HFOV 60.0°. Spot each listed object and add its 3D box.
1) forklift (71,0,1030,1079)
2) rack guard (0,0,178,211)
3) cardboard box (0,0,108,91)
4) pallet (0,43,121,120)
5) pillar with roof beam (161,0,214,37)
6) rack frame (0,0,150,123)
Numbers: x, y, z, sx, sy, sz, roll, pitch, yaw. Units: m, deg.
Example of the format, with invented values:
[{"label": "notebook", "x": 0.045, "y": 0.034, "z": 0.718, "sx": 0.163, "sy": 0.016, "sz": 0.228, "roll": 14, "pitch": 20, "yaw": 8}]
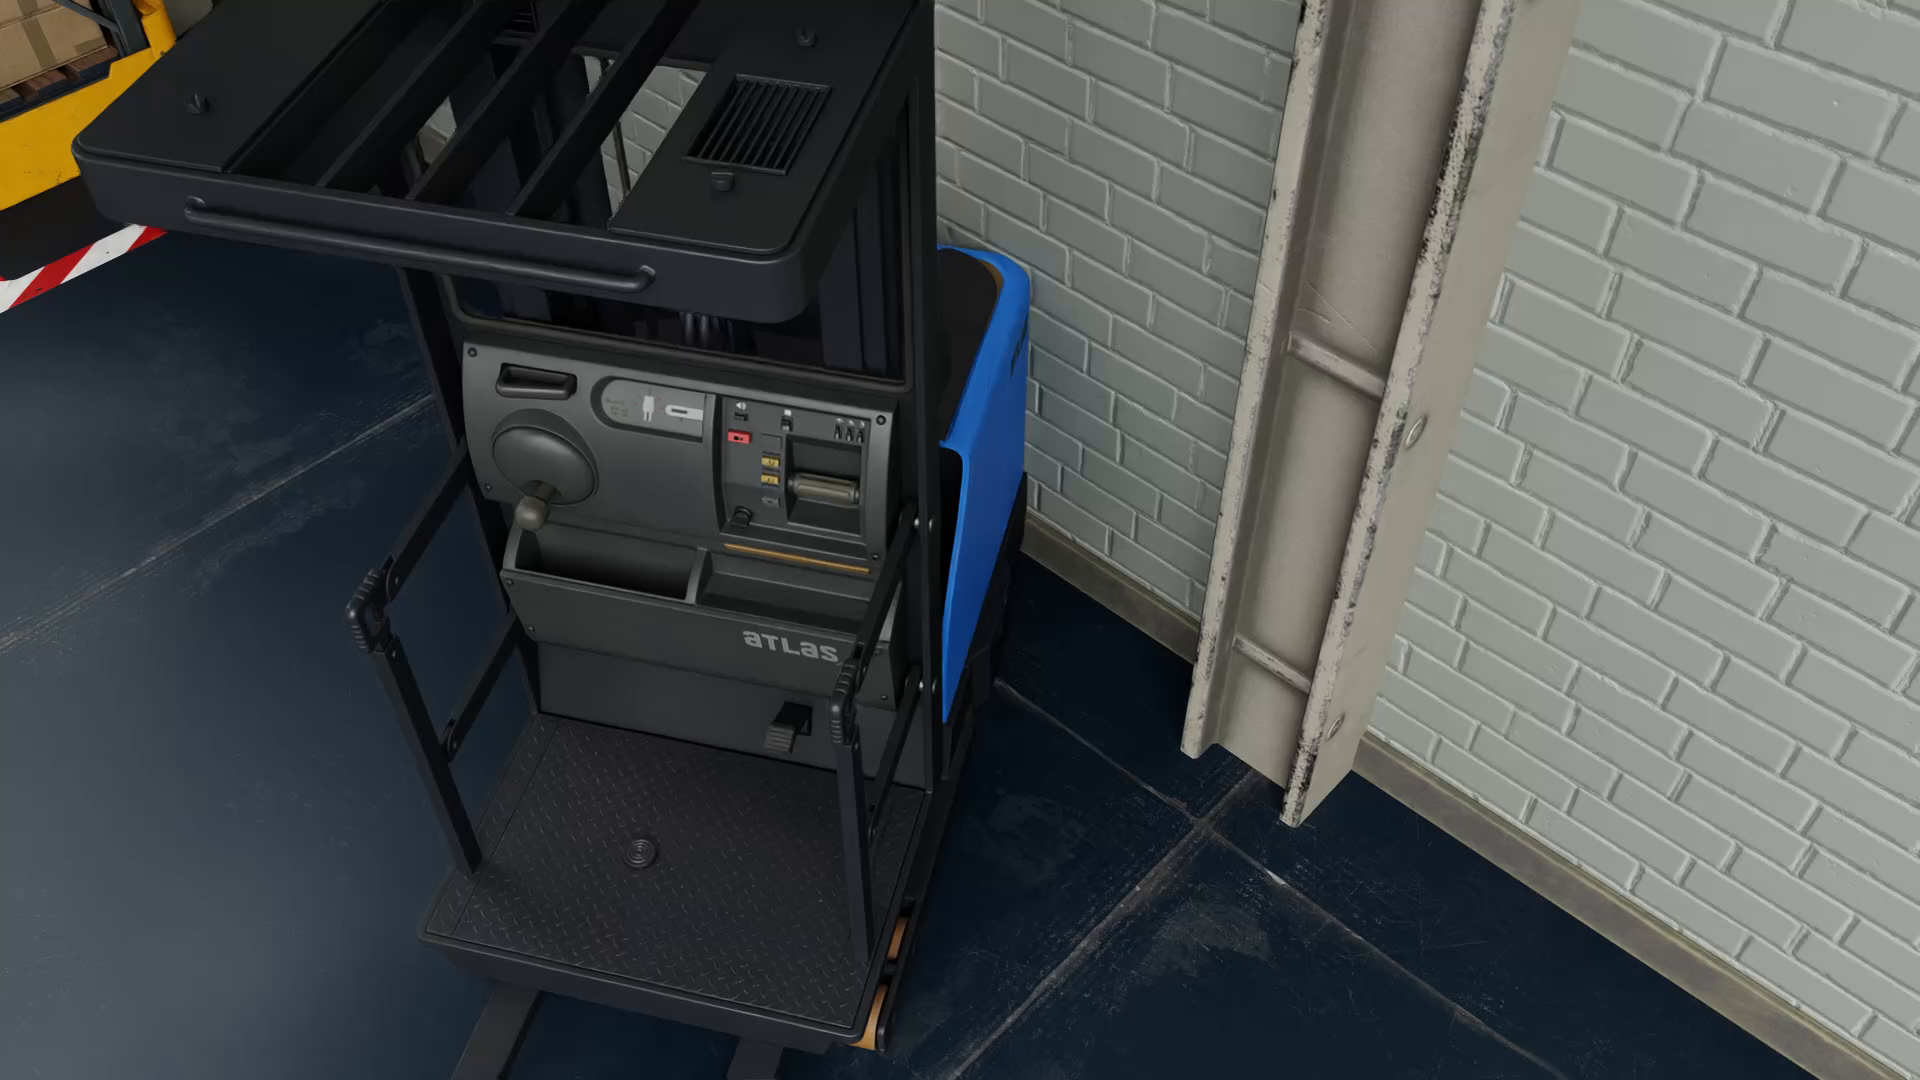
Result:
[{"label": "forklift", "x": -0.640, "y": -0.075, "z": 3.310, "sx": 1.130, "sy": 2.935, "sz": 3.031, "roll": 10, "pitch": 48, "yaw": 9}, {"label": "rack guard", "x": -3.623, "y": -1.694, "z": 6.498, "sx": 0.348, "sy": 0.500, "sz": 1.175, "roll": 34, "pitch": 55, "yaw": 28}, {"label": "cardboard box", "x": -3.869, "y": -2.112, "z": 6.773, "sx": 0.500, "sy": 0.250, "sz": 0.500, "roll": 34, "pitch": 56, "yaw": 28}, {"label": "pallet", "x": -4.232, "y": -1.963, "z": 6.948, "sx": 1.213, "sy": 0.211, "sz": 1.003, "roll": 34, "pitch": 55, "yaw": 28}, {"label": "pillar with roof beam", "x": -6.461, "y": -3.136, "z": 2.022, "sx": 0.400, "sy": 9.000, "sz": 9.100, "roll": 34, "pitch": 55, "yaw": 28}, {"label": "rack frame", "x": -3.641, "y": -2.562, "z": 5.598, "sx": 0.127, "sy": 3.000, "sz": 1.000, "roll": 34, "pitch": 55, "yaw": 28}]
